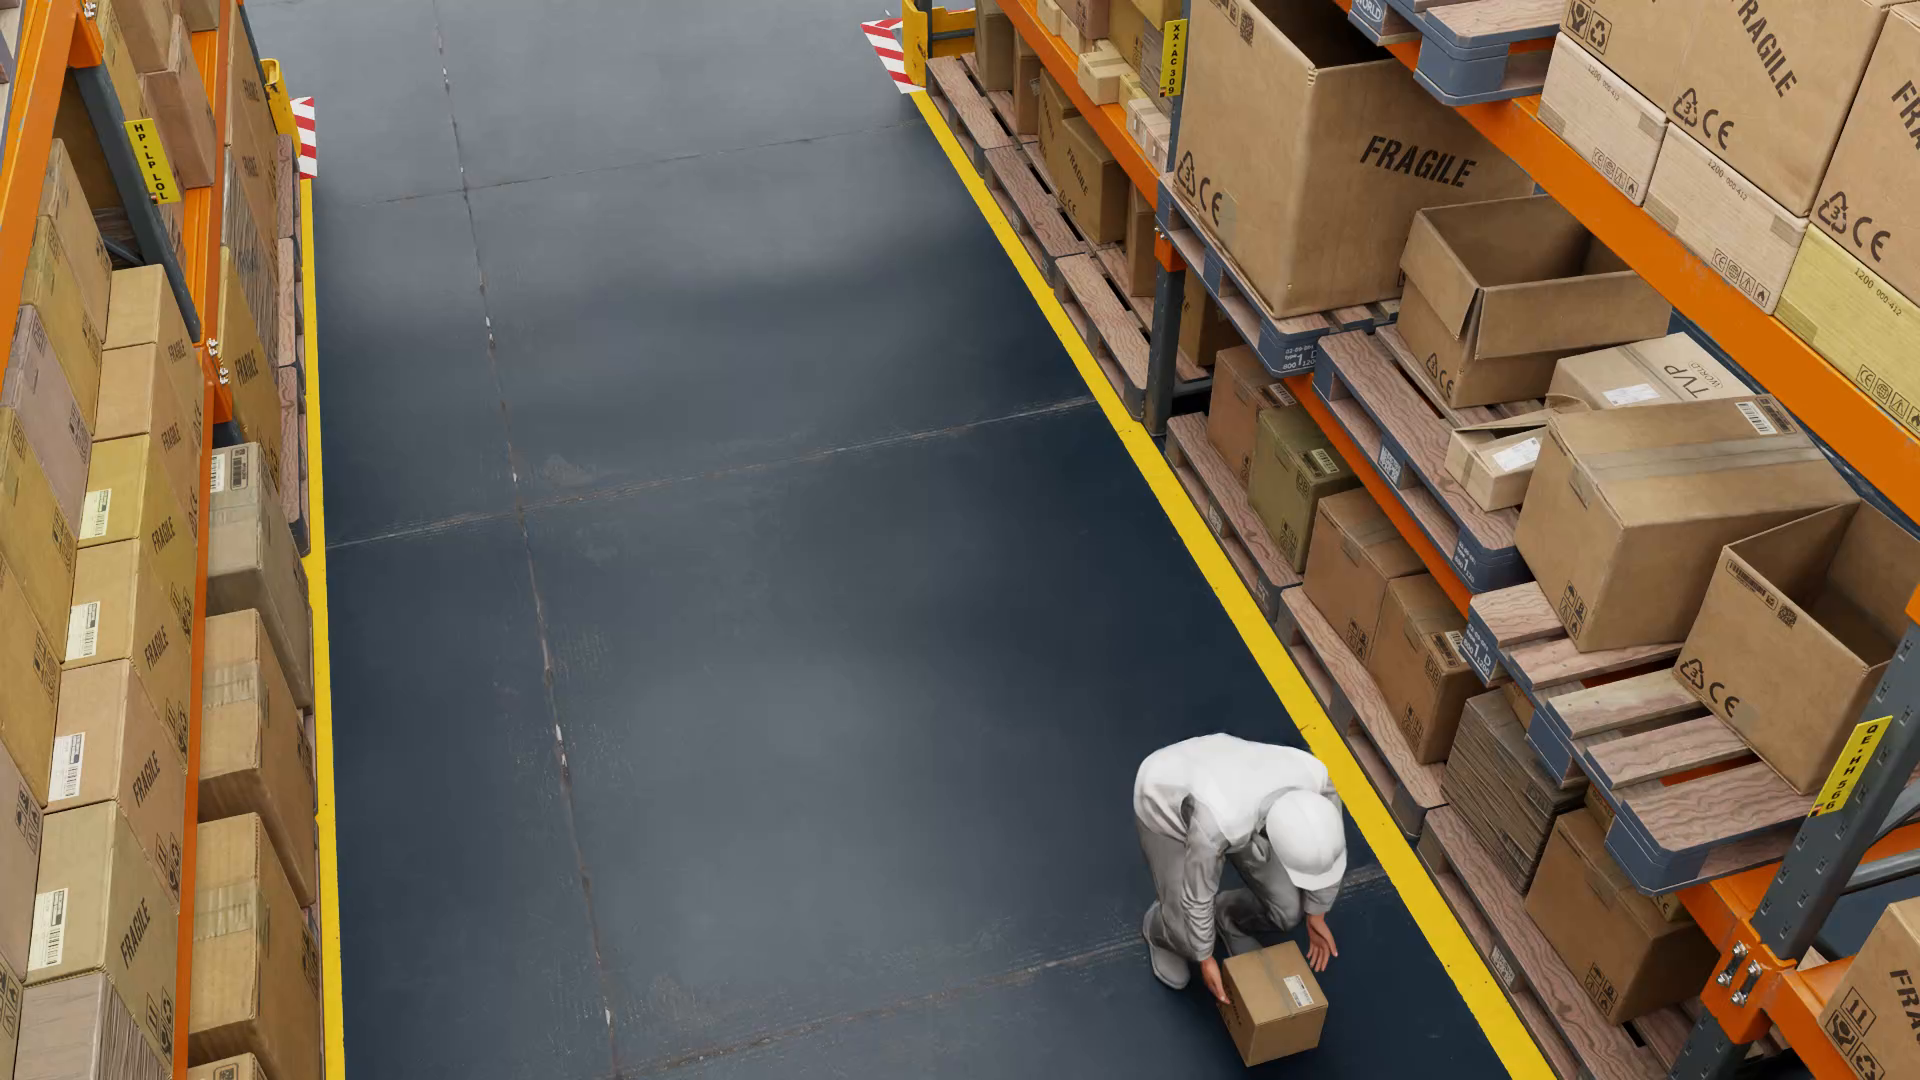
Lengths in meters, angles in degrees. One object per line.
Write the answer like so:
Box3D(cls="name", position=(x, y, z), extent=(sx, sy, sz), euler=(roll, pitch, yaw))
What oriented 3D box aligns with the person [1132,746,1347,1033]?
Box3D(cls="person", position=(0.918, 1.075, 5.432), extent=(0.557, 1.126, 0.865), euler=(-12, 43, -13))
